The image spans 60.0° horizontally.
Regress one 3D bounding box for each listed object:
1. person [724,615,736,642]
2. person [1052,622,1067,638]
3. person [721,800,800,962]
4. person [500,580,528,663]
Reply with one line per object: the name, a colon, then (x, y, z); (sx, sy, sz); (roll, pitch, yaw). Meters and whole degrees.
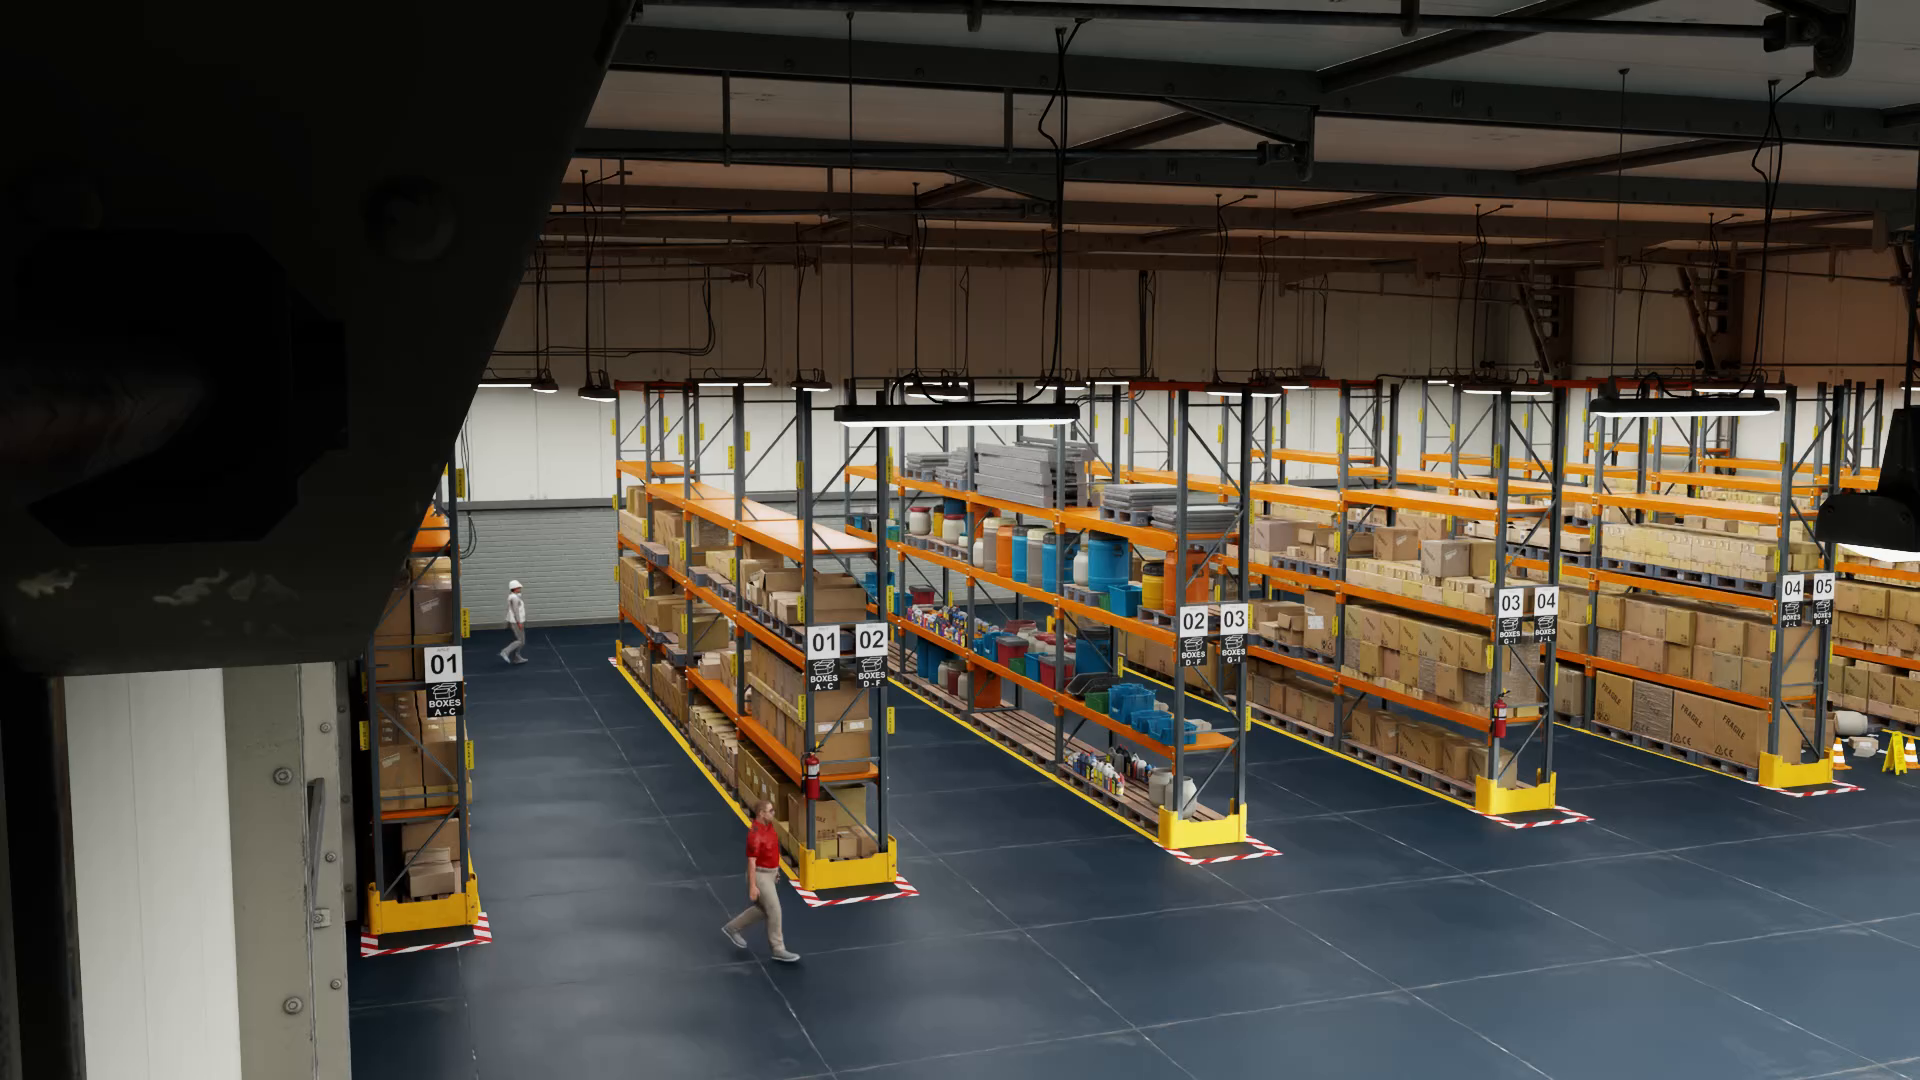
person: (-4.755, 1.785, 34.635); (0.618, 1.711, 1.087); (-3, 7, -23)
person: (1.842, 2.285, 30.781); (0.435, 1.552, 0.914); (-2, 6, -18)
person: (-2.128, 3.601, 17.768); (0.911, 1.692, 0.591); (1, 6, 8)
person: (-9.427, 1.738, 35.014); (0.683, 1.769, 0.556); (-4, 7, -35)
